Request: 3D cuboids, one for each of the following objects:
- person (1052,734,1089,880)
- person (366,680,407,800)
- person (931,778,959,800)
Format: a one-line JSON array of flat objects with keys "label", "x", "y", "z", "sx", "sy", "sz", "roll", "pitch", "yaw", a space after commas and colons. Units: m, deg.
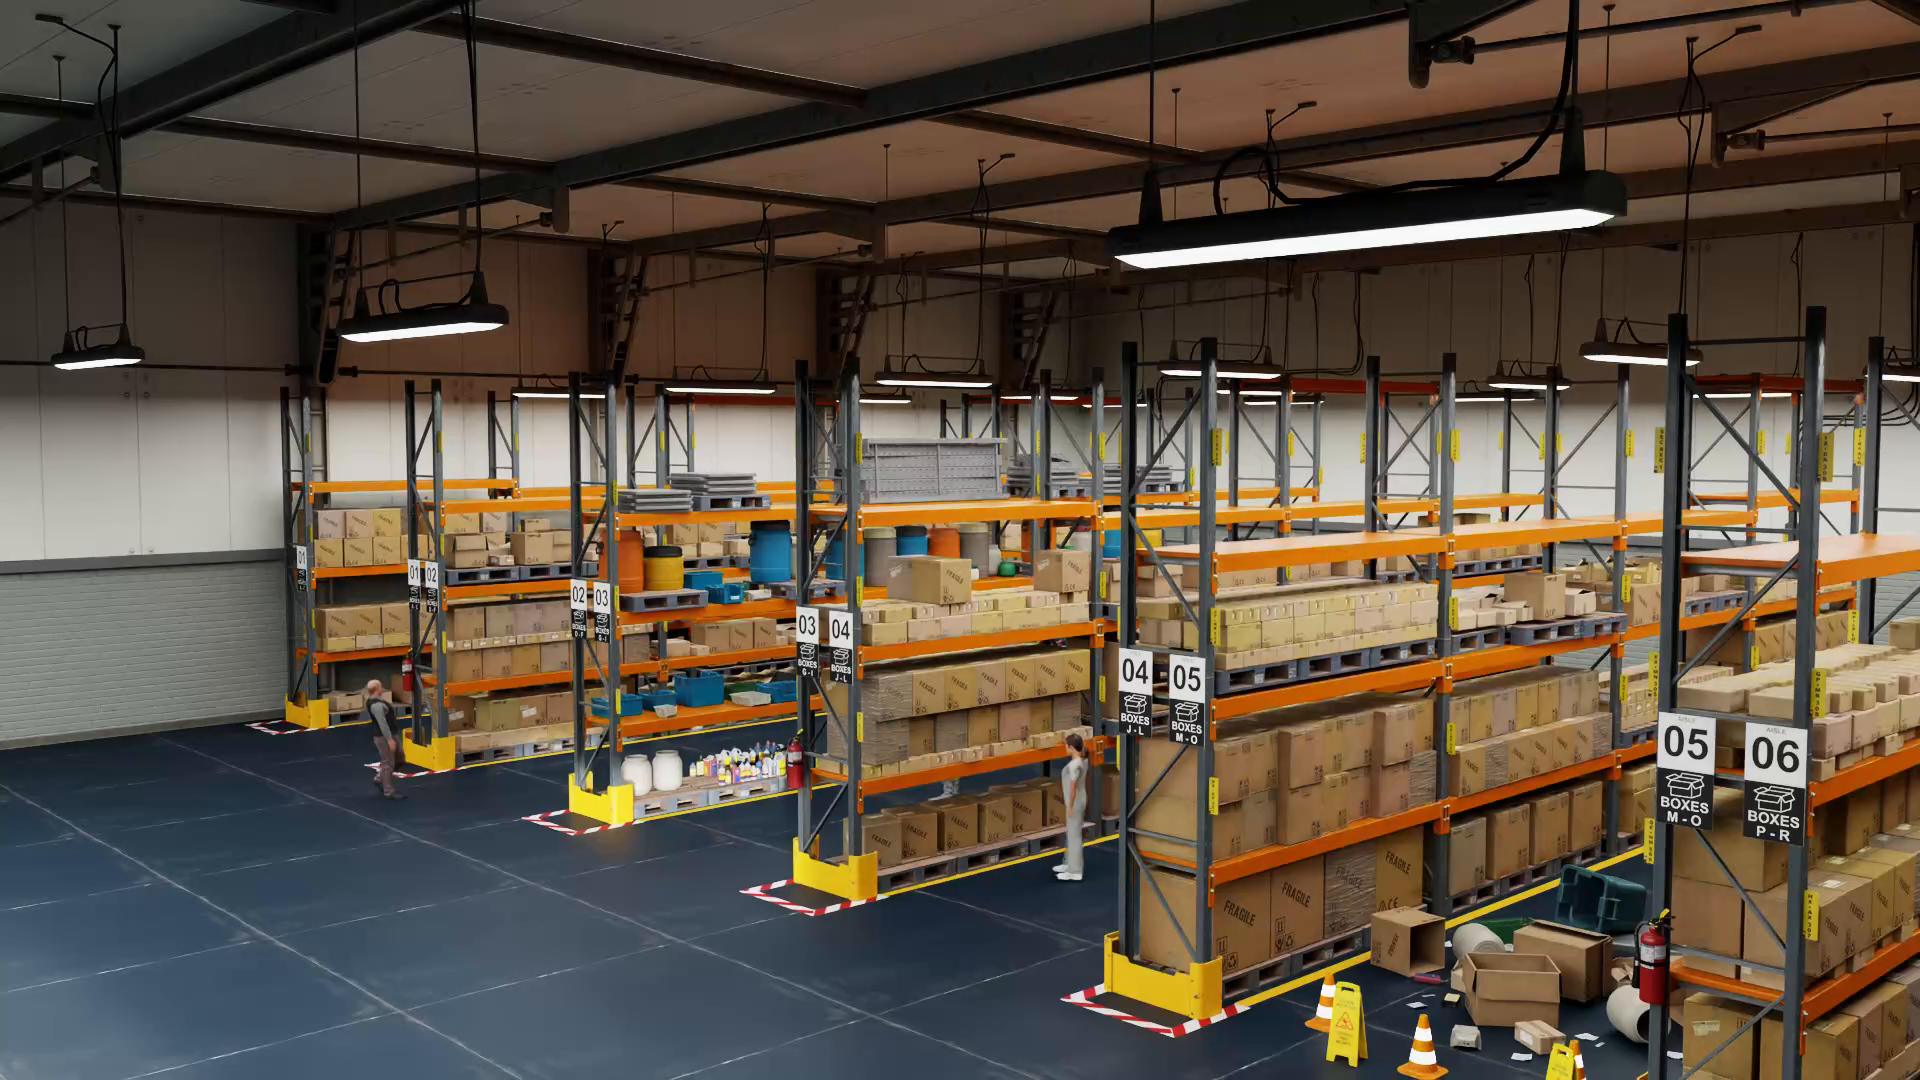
[{"label": "person", "x": 1.288, "y": 3.093, "z": 19.378, "sx": 0.448, "sy": 1.652, "sz": 0.518, "roll": 1, "pitch": 4, "yaw": 9}, {"label": "person", "x": -8.136, "y": 2.816, "z": 23.590, "sx": 0.563, "sy": 1.702, "sz": 0.615, "roll": -1, "pitch": 4, "yaw": -9}, {"label": "person", "x": -0.188, "y": 2.775, "z": 23.373, "sx": 0.386, "sy": 1.811, "sz": 0.699, "roll": 2, "pitch": 4, "yaw": 31}]
